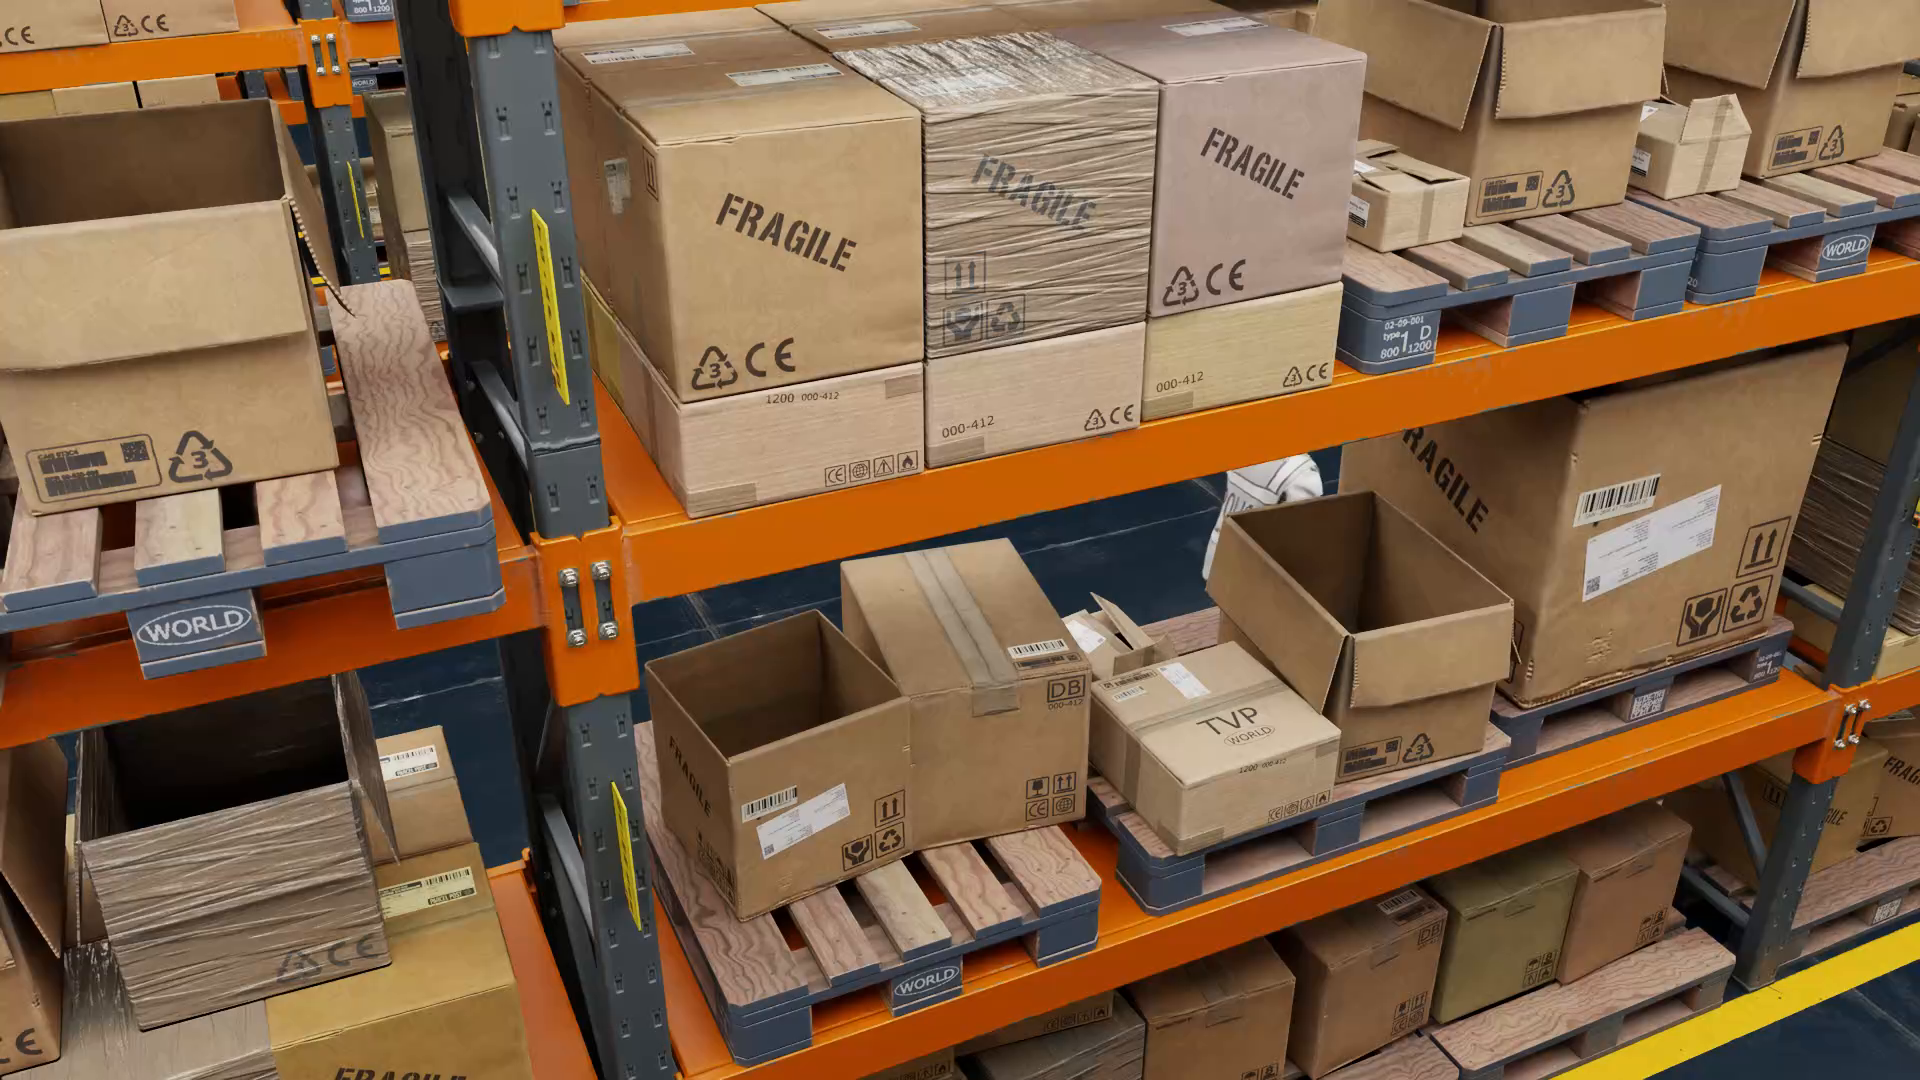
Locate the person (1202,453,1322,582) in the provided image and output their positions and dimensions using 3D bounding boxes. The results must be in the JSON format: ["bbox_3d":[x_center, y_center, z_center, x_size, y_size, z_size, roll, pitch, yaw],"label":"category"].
[{"bbox_3d":[1.286,0.148,6.945,0.539,1.678,0.564,-12,31,-21],"label":"person"}]
